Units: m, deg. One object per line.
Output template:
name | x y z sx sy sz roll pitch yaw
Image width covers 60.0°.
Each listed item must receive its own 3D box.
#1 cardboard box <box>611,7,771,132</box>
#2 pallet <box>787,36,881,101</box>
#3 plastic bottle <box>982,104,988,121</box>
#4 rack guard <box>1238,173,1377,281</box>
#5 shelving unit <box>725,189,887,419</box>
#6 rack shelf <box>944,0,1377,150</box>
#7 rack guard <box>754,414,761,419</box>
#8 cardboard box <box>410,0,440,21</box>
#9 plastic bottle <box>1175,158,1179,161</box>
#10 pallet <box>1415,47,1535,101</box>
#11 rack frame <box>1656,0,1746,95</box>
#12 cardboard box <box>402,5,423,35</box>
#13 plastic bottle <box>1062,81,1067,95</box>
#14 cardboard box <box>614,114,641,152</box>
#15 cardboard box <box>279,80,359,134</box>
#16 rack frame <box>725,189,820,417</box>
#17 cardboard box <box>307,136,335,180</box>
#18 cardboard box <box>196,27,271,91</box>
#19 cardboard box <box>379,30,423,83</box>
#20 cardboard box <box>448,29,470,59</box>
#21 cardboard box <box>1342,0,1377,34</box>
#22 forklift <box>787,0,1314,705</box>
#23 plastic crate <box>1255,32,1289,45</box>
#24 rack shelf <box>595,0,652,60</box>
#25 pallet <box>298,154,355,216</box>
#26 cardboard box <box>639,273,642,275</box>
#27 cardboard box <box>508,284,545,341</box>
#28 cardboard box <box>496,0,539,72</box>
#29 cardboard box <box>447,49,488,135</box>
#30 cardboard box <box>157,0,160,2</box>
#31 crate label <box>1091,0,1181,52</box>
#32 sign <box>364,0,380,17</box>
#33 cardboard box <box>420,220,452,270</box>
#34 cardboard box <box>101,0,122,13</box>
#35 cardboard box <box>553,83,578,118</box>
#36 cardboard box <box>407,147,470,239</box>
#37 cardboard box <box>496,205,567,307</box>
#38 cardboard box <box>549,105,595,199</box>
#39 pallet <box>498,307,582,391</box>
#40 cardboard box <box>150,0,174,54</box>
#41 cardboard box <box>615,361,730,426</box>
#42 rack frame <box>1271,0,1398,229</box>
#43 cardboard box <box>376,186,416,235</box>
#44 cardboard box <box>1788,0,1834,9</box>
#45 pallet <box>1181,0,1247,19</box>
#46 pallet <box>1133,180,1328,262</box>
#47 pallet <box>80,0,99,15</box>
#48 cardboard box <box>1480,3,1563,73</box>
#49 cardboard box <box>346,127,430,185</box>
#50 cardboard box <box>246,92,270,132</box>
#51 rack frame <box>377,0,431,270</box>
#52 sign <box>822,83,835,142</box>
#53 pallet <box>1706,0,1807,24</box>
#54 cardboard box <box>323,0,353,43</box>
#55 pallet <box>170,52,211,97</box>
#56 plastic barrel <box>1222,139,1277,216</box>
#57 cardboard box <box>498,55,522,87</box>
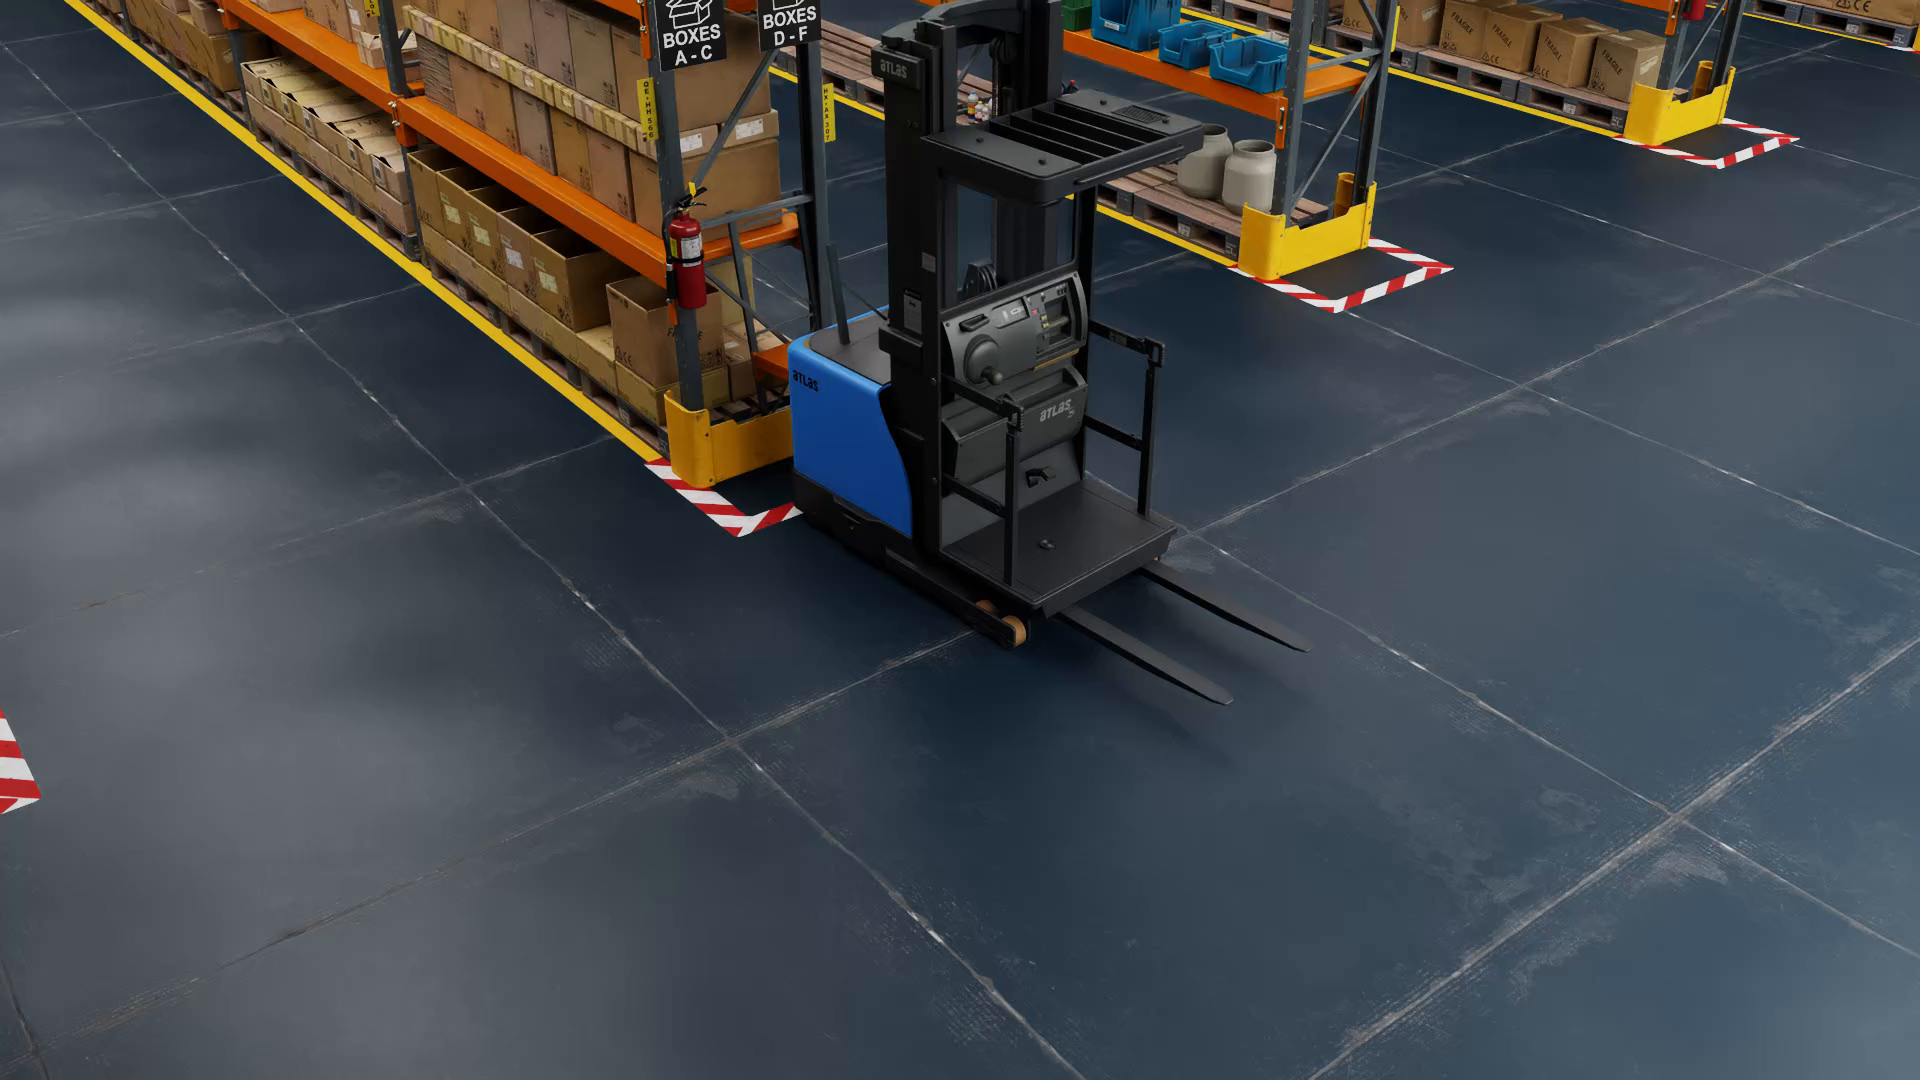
cardboard box | -1.503 -2.645 9.341 0.700 0.500 0.500 -22 38 -31
pallet | -0.997 -4.738 16.678 1.003 0.211 1.213 -22 38 -31
plastic bottle | 0.241 -3.738 14.660 0.097 0.201 0.097 0 32 0
rack guard | 2.636 -2.386 12.618 1.175 0.500 0.348 -22 38 -31
shelving unit | -0.731 -1.116 9.451 0.587 1.500 1.083 -25 33 -30
rack shelf | 1.494 -3.960 13.464 1.077 0.370 4.000 -22 38 -31
rack guard | -0.970 -0.720 10.102 0.587 0.250 0.087 -25 33 -30
cardboard box | -3.371 -3.909 11.376 0.700 0.500 0.500 -22 38 -31
plastic bottle | 1.855 -3.316 13.915 0.097 0.271 0.097 0 32 0
pallet | 5.372 -4.740 16.681 1.003 0.211 1.213 -22 38 -31
rack frame | 6.633 -5.034 14.513 1.000 3.000 0.127 -22 38 -31
cardboard box | -3.636 -3.641 11.560 0.380 0.149 0.250 -22 38 -31
plastic bottle | 0.890 -3.985 14.917 0.144 0.351 0.185 -23 39 -33
cardboard box | -1.741 -2.355 9.489 0.380 0.149 0.250 -21 38 -30
cardboard box | -5.372 -3.671 13.994 0.500 0.311 0.500 -23 39 -33
rack frame | -1.037 -1.271 9.813 0.500 1.500 0.032 -25 33 -30
cardboard box | -5.065 -3.224 13.806 0.500 0.250 0.500 -21 38 -30
cardboard box | -6.860 -4.604 15.772 0.500 0.500 0.500 -21 37 -30
cardboard box | -3.984 -3.625 12.386 0.500 0.250 0.500 -20 37 -28
cardboard box | -3.160 -3.321 11.044 0.380 0.149 0.250 -23 38 -32
cardboard box | 4.393 -5.638 17.456 0.500 0.500 0.500 -24 39 -33
forklift | 0.426 -1.004 8.089 1.130 2.935 3.031 -26 40 -35
plastic crate | 2.426 -3.797 12.770 0.298 0.136 0.250 -22 38 -31
rack shelf | -2.421 -3.633 10.095 1.077 0.370 4.000 -22 38 -31
pallet | -4.883 -3.117 14.068 1.003 0.211 1.213 -22 38 -31
cardboard box | -1.973 -1.867 10.911 0.500 0.500 0.500 -22 38 -31
cardboard box | -2.686 -1.590 11.176 0.500 0.250 0.500 -22 38 -31
cardboard box | -2.447 -3.281 10.365 0.700 0.500 0.500 -22 38 -31
cardboard box | -3.042 -3.140 11.367 0.700 0.500 0.500 -23 38 -32
cardboard box | -7.836 -5.578 16.630 0.500 0.250 0.500 -22 38 -31
crate label | 1.378 -4.126 13.017 0.502 0.435 0.616 -22 38 -31
sign | -4.070 -3.776 11.465 0.100 0.325 0.005 -22 38 -31
cardboard box | -3.603 -2.217 12.184 0.500 0.250 0.500 -22 38 -31
cardboard box | -9.127 -6.103 18.185 0.500 0.500 0.500 -22 38 -31
cardboard box | -2.212 -2.676 10.007 0.380 0.149 0.250 -21 38 -30
cardboard box | -3.611 -2.532 11.981 0.500 0.500 0.500 -22 38 -31
cardboard box | -2.689 -1.908 10.976 0.500 0.500 0.500 -22 38 -31
cardboard box | -2.097 -2.498 10.334 0.700 0.500 0.500 -22 38 -31
pallet | -2.441 -1.460 11.400 1.003 0.211 1.213 -22 38 -31
cardboard box | -7.813 -5.247 16.808 0.500 0.500 0.500 -22 38 -31
cardboard box | -1.757 -0.969 10.175 0.500 0.250 0.500 -22 38 -31
rack frame | 2.720 -3.432 11.933 1.000 3.000 0.127 -22 38 -31
cardboard box | -4.131 -2.587 12.781 0.500 0.250 0.500 -23 38 -32
cardboard box | 9.603 -6.500 18.488 0.875 0.875 0.875 -23 39 -32
pallet | 2.949 -6.350 19.273 1.003 0.211 1.213 -22 38 -31
pallet | 2.142 -2.604 13.243 1.003 0.211 1.213 -22 38 -31
pallet | -9.726 -6.443 19.423 1.003 0.211 1.213 -22 38 -31
cardboard box | 5.500 -4.922 16.302 0.500 0.500 0.500 -19 36 -27
cardboard box | -4.447 -3.037 12.974 0.500 0.311 0.500 -21 38 -30
cardboard box | -6.011 -3.862 14.833 0.500 0.250 0.500 -22 38 -32
rack frame | -3.648 -3.498 12.039 1.000 3.000 0.127 -22 38 -31
sign | -0.753 -2.409 9.391 0.100 0.325 0.005 -22 38 -31
pallet | 9.316 -6.228 19.078 1.003 0.211 1.213 -22 38 -31
cardboard box | -4.736 -4.294 13.226 0.500 0.500 0.500 -22 38 -31
pallet | -7.272 -4.812 16.797 1.003 0.211 1.213 -22 38 -31
plastic barrel | 2.256 -2.803 12.880 0.421 0.512 0.421 0 32 0
cardboard box | -2.683 -2.997 10.523 0.380 0.149 0.250 -23 38 -32
